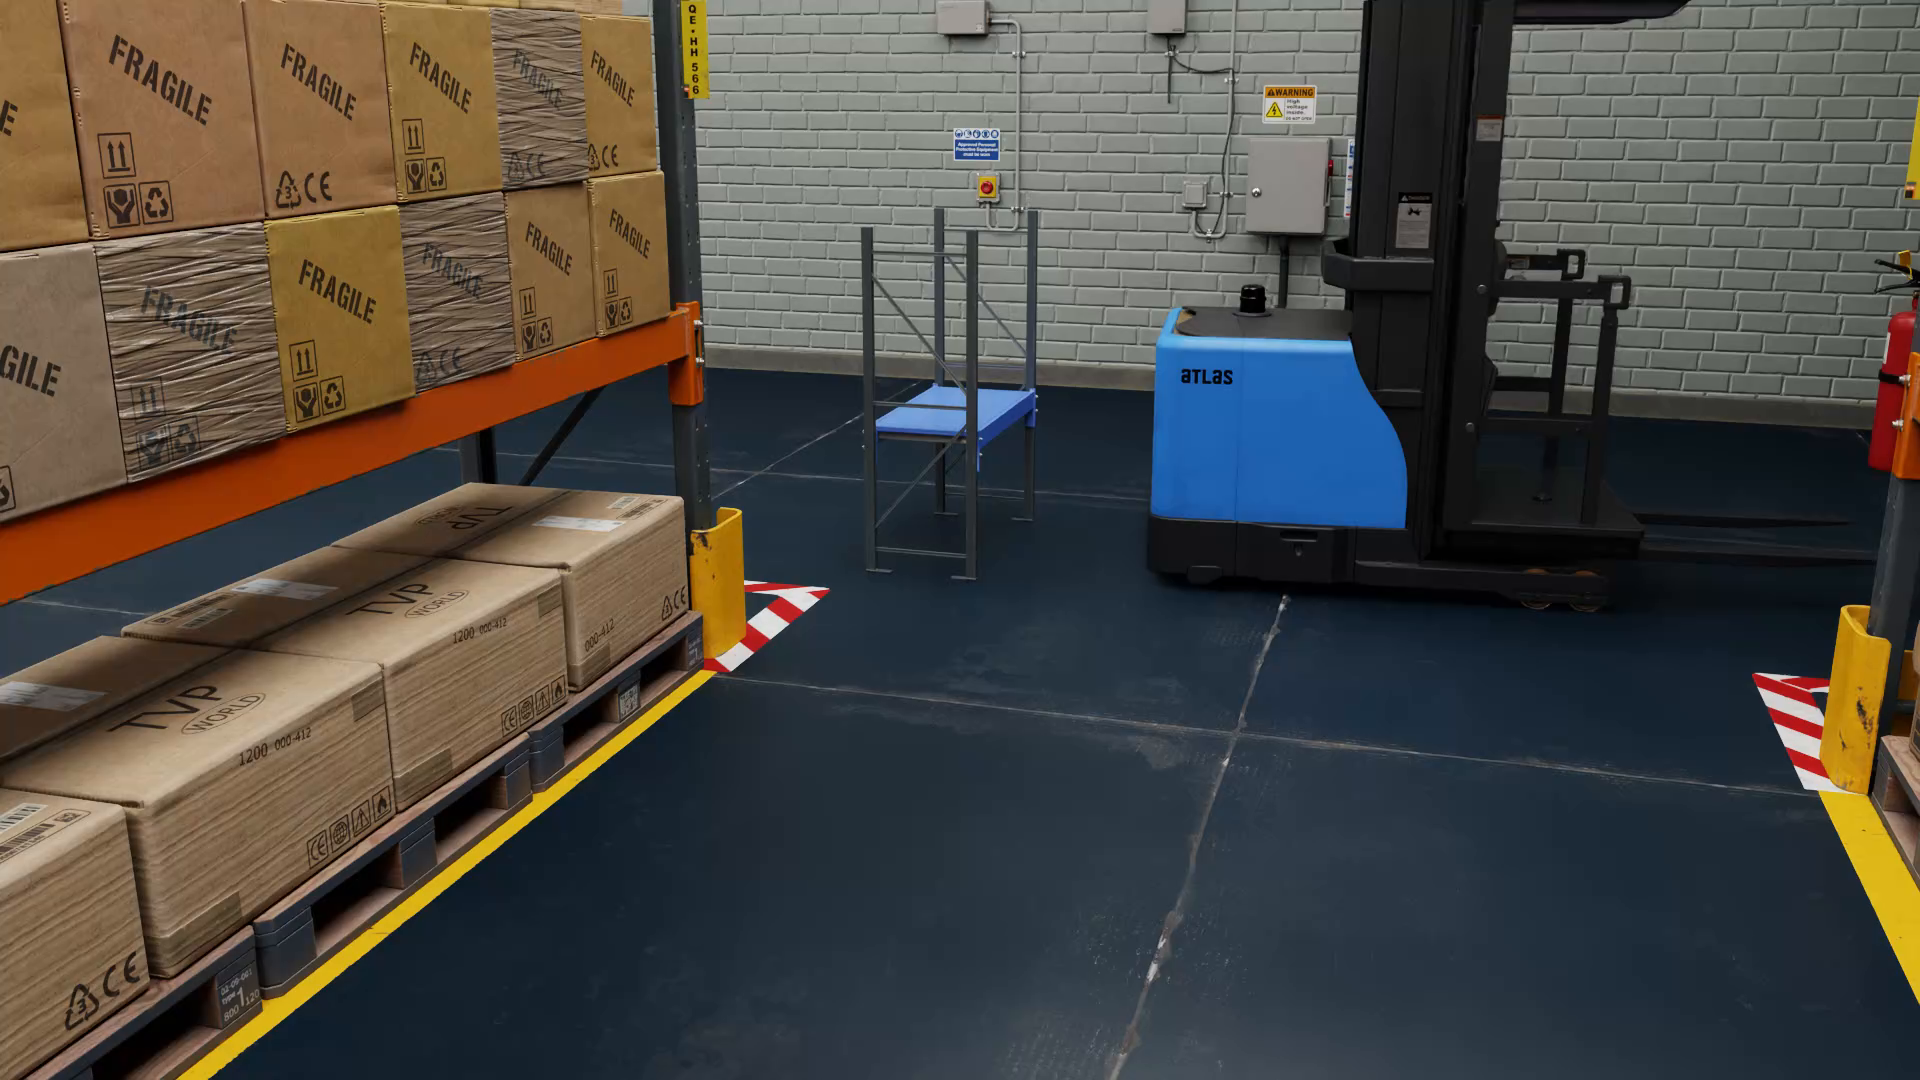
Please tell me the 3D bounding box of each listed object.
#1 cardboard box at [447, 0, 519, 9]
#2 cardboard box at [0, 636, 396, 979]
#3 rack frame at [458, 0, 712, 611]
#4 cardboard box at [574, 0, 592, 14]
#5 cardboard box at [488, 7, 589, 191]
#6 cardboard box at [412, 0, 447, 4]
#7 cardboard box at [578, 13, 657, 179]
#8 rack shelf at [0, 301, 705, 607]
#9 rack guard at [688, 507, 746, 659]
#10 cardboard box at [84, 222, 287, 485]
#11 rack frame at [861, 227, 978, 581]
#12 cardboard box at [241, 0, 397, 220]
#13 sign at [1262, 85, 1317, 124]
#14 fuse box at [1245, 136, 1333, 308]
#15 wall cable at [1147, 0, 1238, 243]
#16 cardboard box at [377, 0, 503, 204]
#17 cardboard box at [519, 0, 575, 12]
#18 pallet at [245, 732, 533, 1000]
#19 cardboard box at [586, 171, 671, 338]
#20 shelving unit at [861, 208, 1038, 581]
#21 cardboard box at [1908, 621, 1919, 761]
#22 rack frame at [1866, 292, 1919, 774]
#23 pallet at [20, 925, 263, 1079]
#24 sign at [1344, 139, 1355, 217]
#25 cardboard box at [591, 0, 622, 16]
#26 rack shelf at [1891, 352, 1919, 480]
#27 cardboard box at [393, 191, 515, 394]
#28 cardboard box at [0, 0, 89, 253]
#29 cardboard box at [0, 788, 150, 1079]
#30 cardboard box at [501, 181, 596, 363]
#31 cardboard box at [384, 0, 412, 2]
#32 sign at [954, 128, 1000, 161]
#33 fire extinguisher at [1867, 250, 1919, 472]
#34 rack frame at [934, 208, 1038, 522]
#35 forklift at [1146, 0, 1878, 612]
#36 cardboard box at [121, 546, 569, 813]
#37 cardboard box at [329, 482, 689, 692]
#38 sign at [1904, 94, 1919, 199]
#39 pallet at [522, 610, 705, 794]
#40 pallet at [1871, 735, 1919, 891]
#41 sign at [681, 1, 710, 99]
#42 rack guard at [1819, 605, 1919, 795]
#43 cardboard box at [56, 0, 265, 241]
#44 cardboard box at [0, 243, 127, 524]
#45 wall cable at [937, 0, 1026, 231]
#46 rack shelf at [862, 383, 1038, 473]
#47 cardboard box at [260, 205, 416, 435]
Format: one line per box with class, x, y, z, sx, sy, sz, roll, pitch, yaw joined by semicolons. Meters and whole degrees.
cardboard box;-1.500;-1.601;4.772;0.380;0.149;0.250;5;17;17
cardboard box;-2.039;0.613;4.097;0.875;0.438;0.875;4;16;14
rack frame;-1.437;-1.074;6.119;1.000;3.000;0.127;5;16;16
cardboard box;-1.396;-1.738;5.254;0.380;0.149;0.250;5;17;17
cardboard box;-1.466;-1.320;4.969;0.500;0.500;0.500;5;16;16
cardboard box;-1.642;-1.538;4.550;0.380;0.149;0.250;4;16;15
cardboard box;-1.346;-1.459;5.459;0.500;0.500;0.500;5;17;18
rack shelf;-2.005;-0.205;4.372;1.077;0.370;4.000;5;16;16
rack guard;-1.430;0.122;6.482;1.175;0.500;0.348;5;16;16
cardboard box;-1.895;-0.439;3.697;0.500;0.500;0.500;5;17;16
rack frame;-0.169;-0.566;7.077;0.500;1.500;0.032;5;16;16
cardboard box;-1.755;-1.059;4.050;0.500;0.500;0.500;5;16;15
sign;2.121;-2.806;10.711;0.339;0.242;0.001;5;16;16
fuse box;2.116;-1.730;10.793;0.539;1.711;0.414;5;16;16
wall cable;1.506;-2.933;10.811;0.588;1.984;0.122;5;16;16
cardboard box;-1.610;-1.190;4.514;0.500;0.500;0.500;5;16;16
cardboard box;-1.389;-1.663;4.993;0.380;0.149;0.250;4;16;15
pallet;-1.938;0.801;4.619;1.003;0.211;1.213;5;16;16
cardboard box;-1.320;-0.975;5.588;0.500;0.500;0.500;5;17;16
shelving unit;-0.024;-0.699;7.546;0.538;1.500;1.048;5;16;16
cardboard box;3.058;0.462;4.510;0.797;0.503;0.637;4;16;14
rack frame;3.323;-0.690;4.765;1.000;3.000;0.127;5;16;16
pallet;-2.283;1.121;3.490;1.003;0.211;1.213;5;16;16
sign;2.648;-2.320;10.686;0.329;0.494;0.001;5;16;16
cardboard box;-1.347;-1.806;5.495;0.380;0.149;0.250;5;17;17
rack shelf;2.755;0.179;3.019;1.077;0.370;4.000;5;16;16
cardboard box;-1.614;-0.710;4.652;0.500;0.500;0.500;5;17;17
cardboard box;-2.057;-0.794;3.116;0.500;0.500;0.500;4;16;15
cardboard box;-2.292;0.847;3.271;0.875;0.438;0.875;4;16;15
cardboard box;-1.477;-0.845;5.129;0.500;0.500;0.500;4;16;15
cardboard box;-1.657;-1.468;4.303;0.380;0.149;0.250;5;17;17
sign;0.114;-2.701;11.359;0.327;0.218;0.001;5;16;16
fire extinguisher;2.922;-0.548;5.089;0.296;0.674;0.183;5;16;16
rack frame;0.120;-0.832;8.015;0.500;1.500;0.032;5;16;16
forklift;2.369;-1.272;6.943;3.031;2.935;1.130;3;16;10
cardboard box;-1.781;0.377;4.929;0.875;0.438;0.875;5;17;17
cardboard box;-1.529;0.137;5.775;0.875;0.438;0.875;4;16;14
sign;2.803;-1.149;4.795;0.100;0.325;0.005;5;16;16
pallet;-1.589;0.483;5.741;1.003;0.211;1.213;5;16;16
pallet;3.076;0.880;4.340;1.003;0.211;1.213;5;16;16
sign;-0.921;-1.699;5.767;0.100;0.325;0.005;5;16;16
rack guard;3.301;0.532;5.036;1.175;0.500;0.348;5;16;16
cardboard box;-1.900;-0.927;3.586;0.500;0.500;0.500;5;17;17
cardboard box;-2.042;-0.309;3.240;0.500;0.500;0.500;5;17;16
wall cable;0.143;-3.055;11.183;0.585;1.953;0.123;5;16;16
rack shelf;-0.024;-0.526;7.595;0.538;0.185;1.000;5;16;16
cardboard box;-1.748;-0.574;4.172;0.500;0.500;0.500;5;17;18
